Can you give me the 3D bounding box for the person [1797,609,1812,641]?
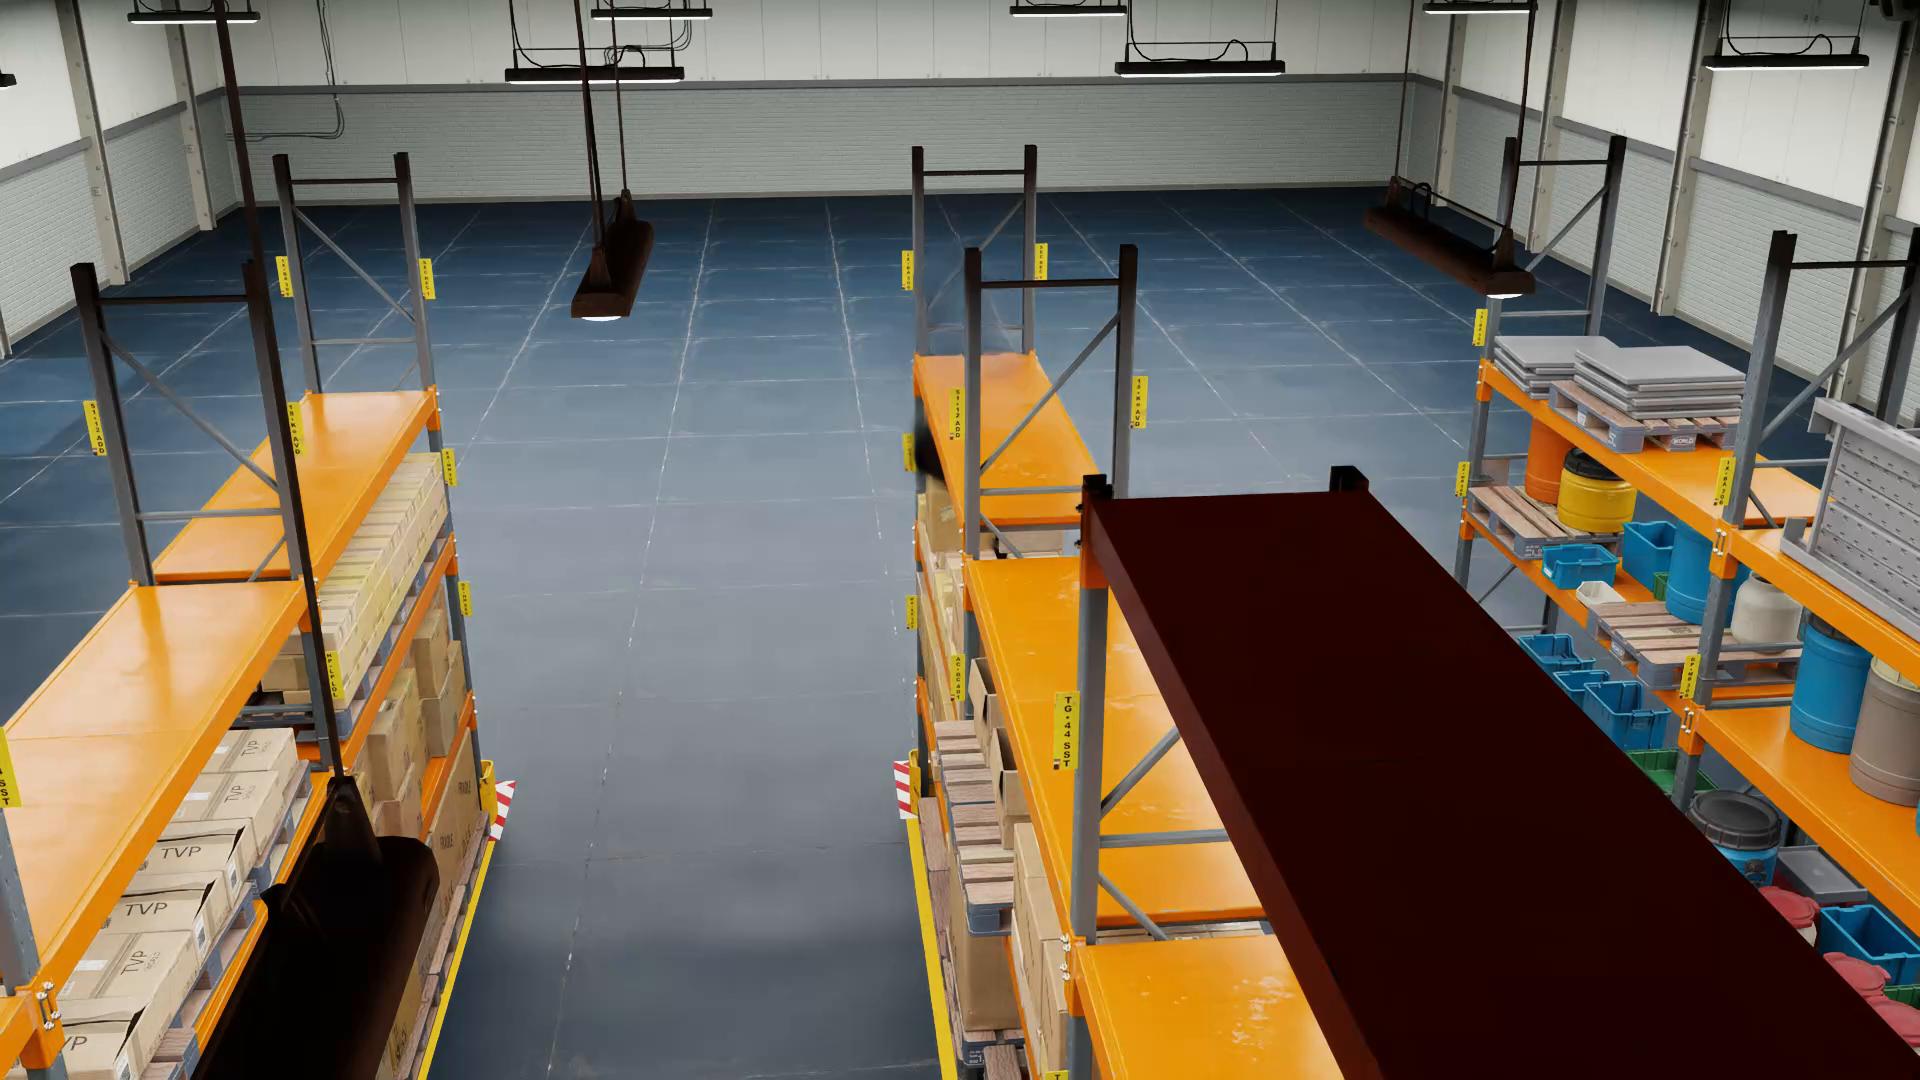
[{"bbox_3d":[9.012,0.763,17.547,0.538,1.622,0.577,10,24,23],"label":"person"}]
